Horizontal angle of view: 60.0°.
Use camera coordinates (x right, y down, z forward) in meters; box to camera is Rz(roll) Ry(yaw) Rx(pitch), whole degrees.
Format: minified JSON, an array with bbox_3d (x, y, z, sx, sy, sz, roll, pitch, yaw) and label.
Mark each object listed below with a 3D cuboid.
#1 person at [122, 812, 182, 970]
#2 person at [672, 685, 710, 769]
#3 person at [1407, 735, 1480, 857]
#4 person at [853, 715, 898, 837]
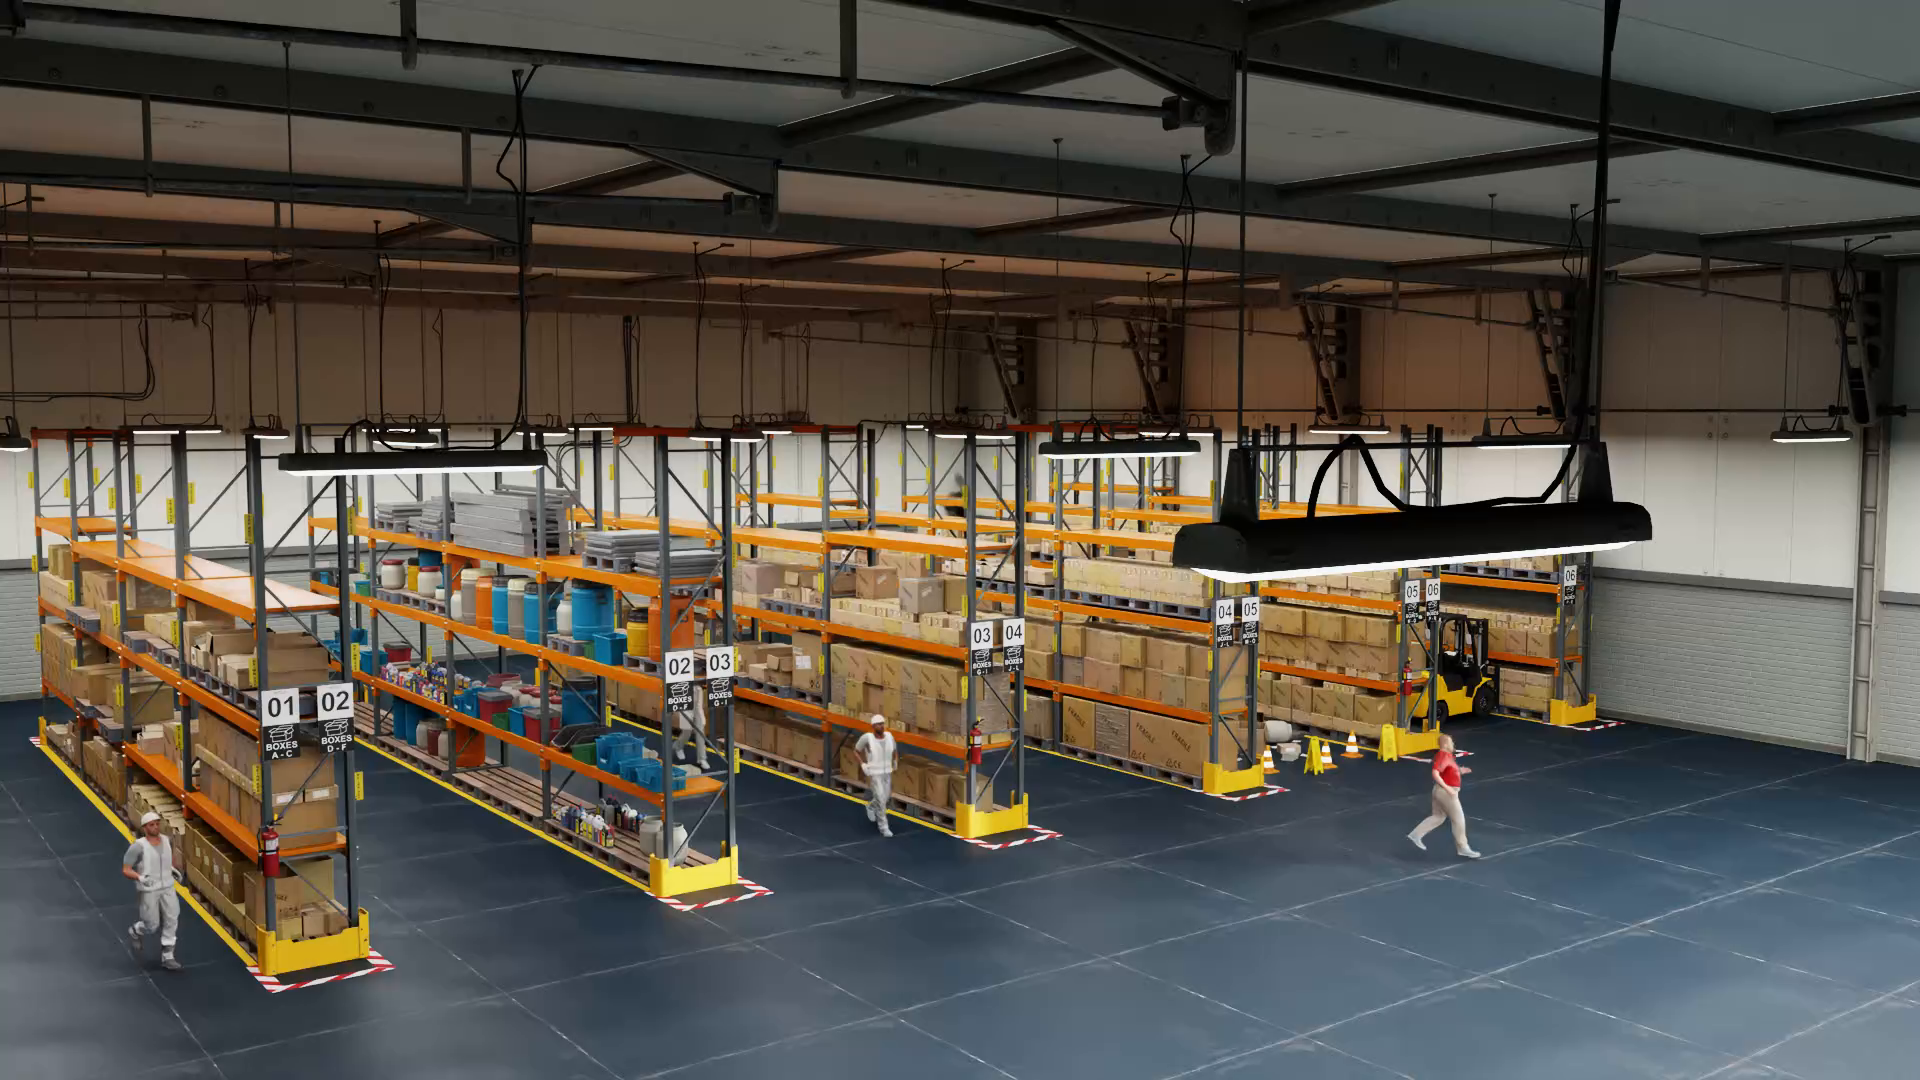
[{"bbox_3d":[-9.137,3.964,18.890,0.871,1.751,0.658,3,6,36],"label":"person"},{"bbox_3d":[-4.788,3.114,29.537,0.707,1.798,1.049,-4,6,-39],"label":"person"},{"bbox_3d":[6.849,3.605,23.478,0.991,1.711,0.664,0,4,1],"label":"person"},{"bbox_3d":[-1.233,3.491,24.903,0.688,1.779,0.871,-3,5,-34],"label":"person"}]
